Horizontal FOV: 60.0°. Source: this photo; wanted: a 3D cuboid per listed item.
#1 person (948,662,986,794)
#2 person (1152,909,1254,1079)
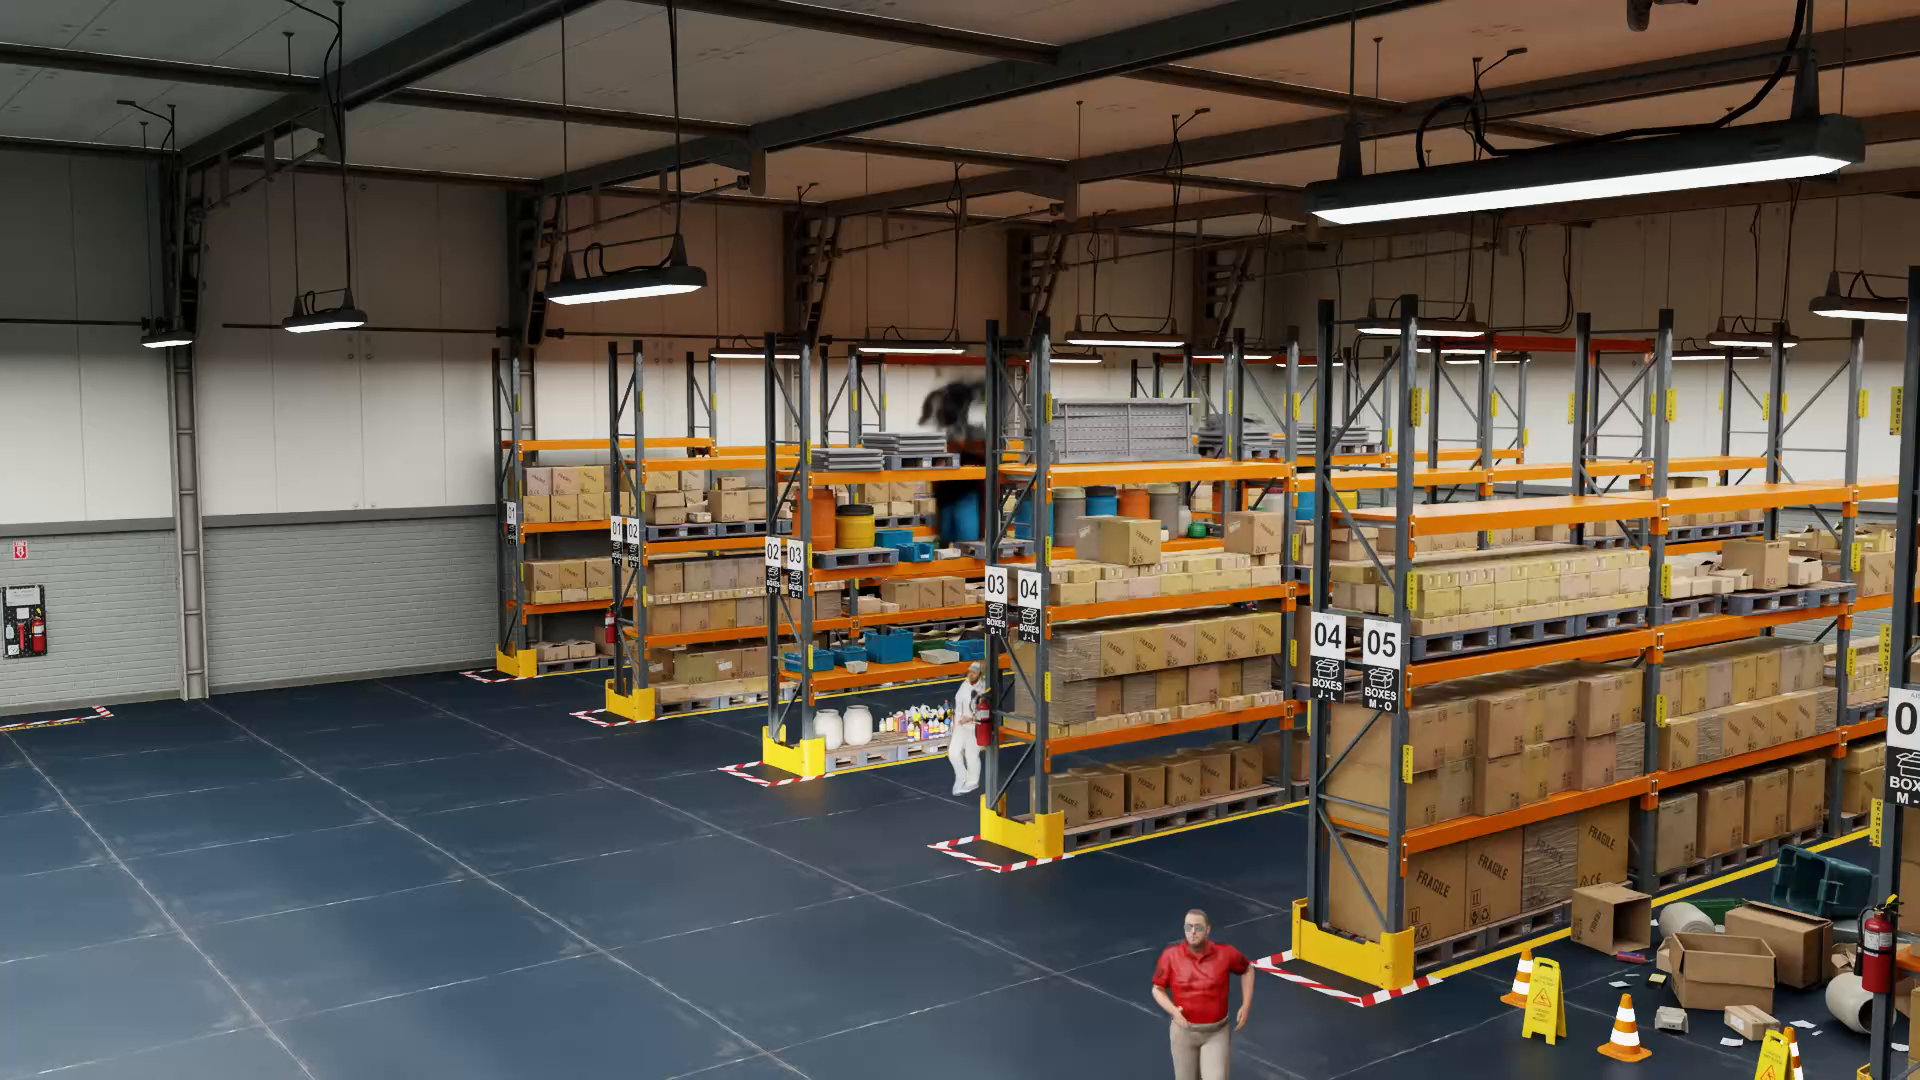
[{"bbox_3d":[0.124,2.310,20.270,0.604,1.681,0.536,4,6,36],"label":"person"},{"bbox_3d":[1.619,3.357,11.180,0.671,1.754,0.737,1,5,13],"label":"person"}]
